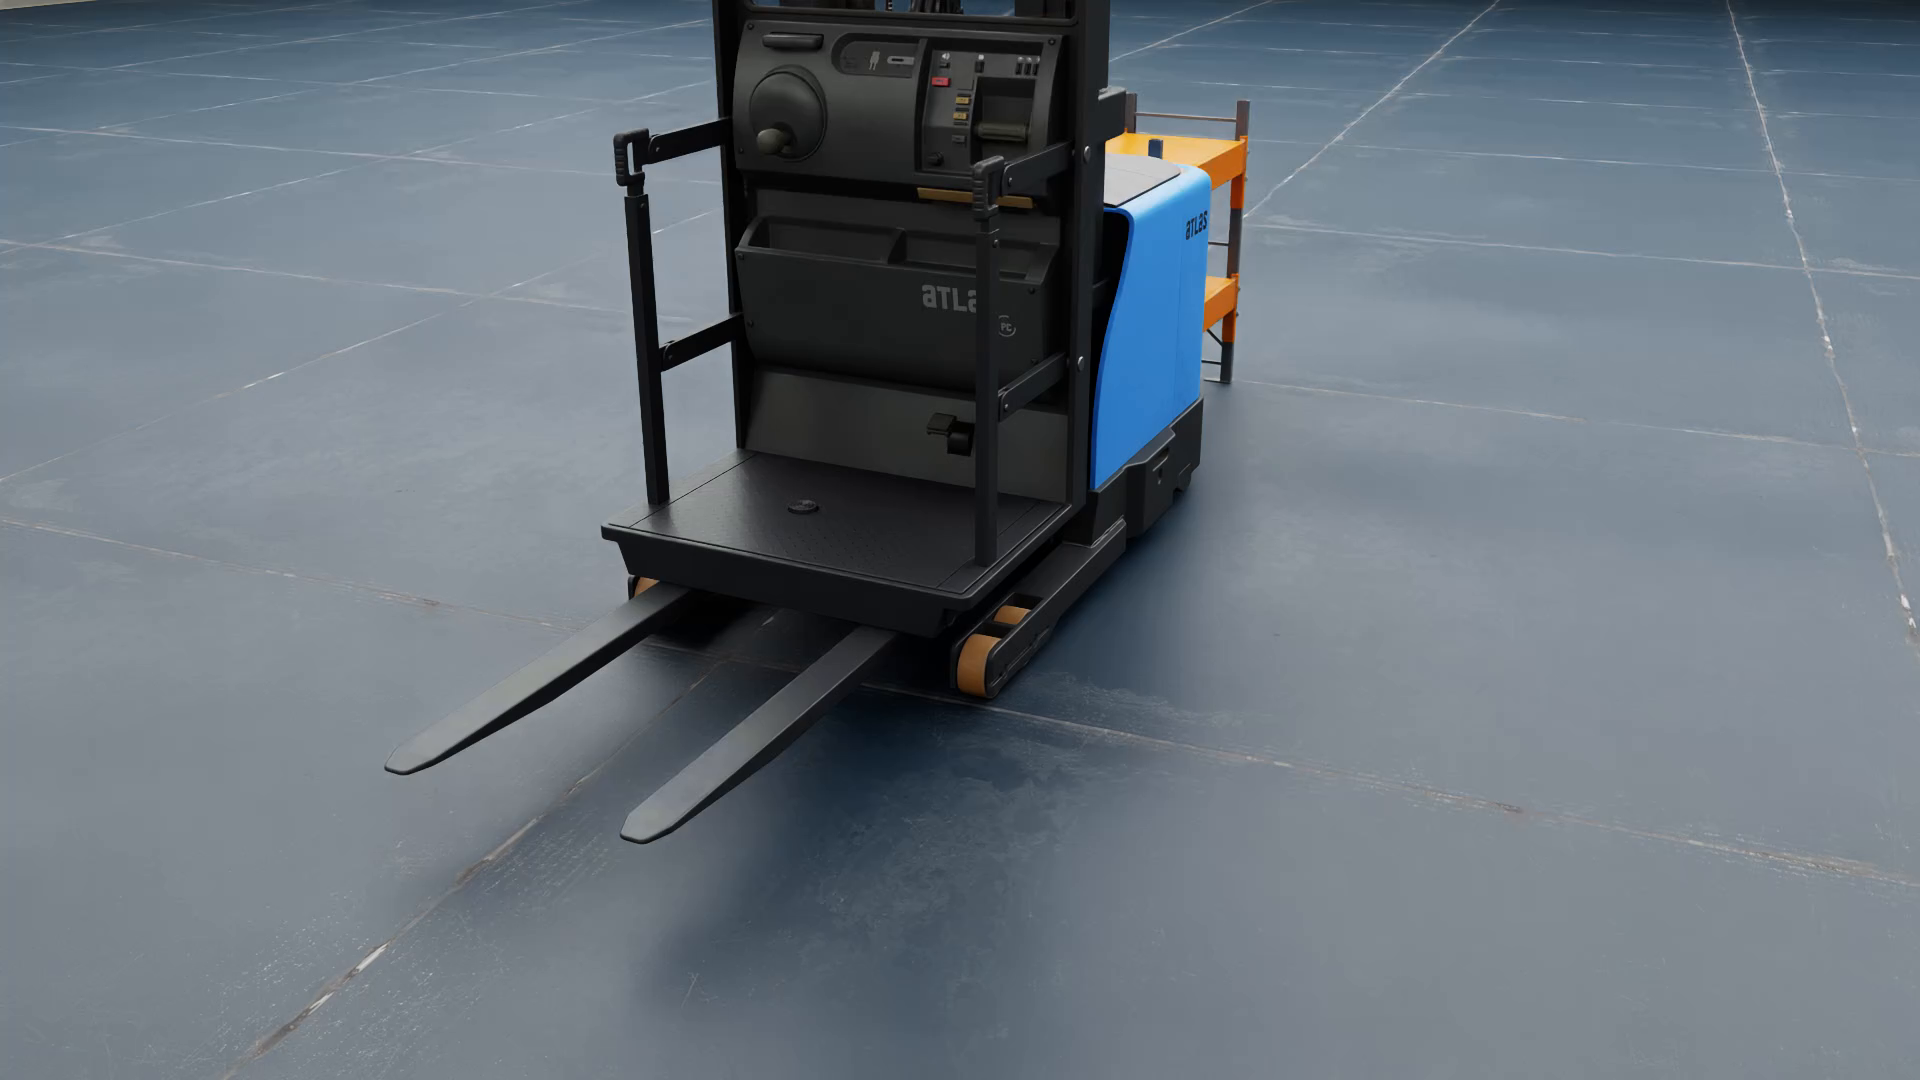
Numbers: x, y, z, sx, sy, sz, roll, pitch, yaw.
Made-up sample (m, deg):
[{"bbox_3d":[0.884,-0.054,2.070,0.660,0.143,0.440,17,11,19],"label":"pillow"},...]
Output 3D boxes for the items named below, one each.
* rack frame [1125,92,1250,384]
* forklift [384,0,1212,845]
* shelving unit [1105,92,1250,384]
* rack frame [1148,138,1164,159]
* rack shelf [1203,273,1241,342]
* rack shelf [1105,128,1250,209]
[{"bbox_3d":[0.879,-1.200,6.664,0.500,1.125,0.032,10,25,23],"label":"rack frame"},{"bbox_3d":[-0.268,-1.136,4.167,1.130,2.935,3.031,10,25,23],"label":"forklift"},{"bbox_3d":[0.661,-1.023,6.240,0.538,1.125,1.048,10,25,23],"label":"shelving unit"},{"bbox_3d":[0.443,-0.846,5.817,0.500,1.125,0.032,10,25,23],"label":"rack frame"},{"bbox_3d":[0.661,-0.798,6.335,0.538,0.278,1.000,10,25,23],"label":"rack shelf"},{"bbox_3d":[0.661,-1.293,6.128,0.538,0.278,1.000,10,25,23],"label":"rack shelf"}]
